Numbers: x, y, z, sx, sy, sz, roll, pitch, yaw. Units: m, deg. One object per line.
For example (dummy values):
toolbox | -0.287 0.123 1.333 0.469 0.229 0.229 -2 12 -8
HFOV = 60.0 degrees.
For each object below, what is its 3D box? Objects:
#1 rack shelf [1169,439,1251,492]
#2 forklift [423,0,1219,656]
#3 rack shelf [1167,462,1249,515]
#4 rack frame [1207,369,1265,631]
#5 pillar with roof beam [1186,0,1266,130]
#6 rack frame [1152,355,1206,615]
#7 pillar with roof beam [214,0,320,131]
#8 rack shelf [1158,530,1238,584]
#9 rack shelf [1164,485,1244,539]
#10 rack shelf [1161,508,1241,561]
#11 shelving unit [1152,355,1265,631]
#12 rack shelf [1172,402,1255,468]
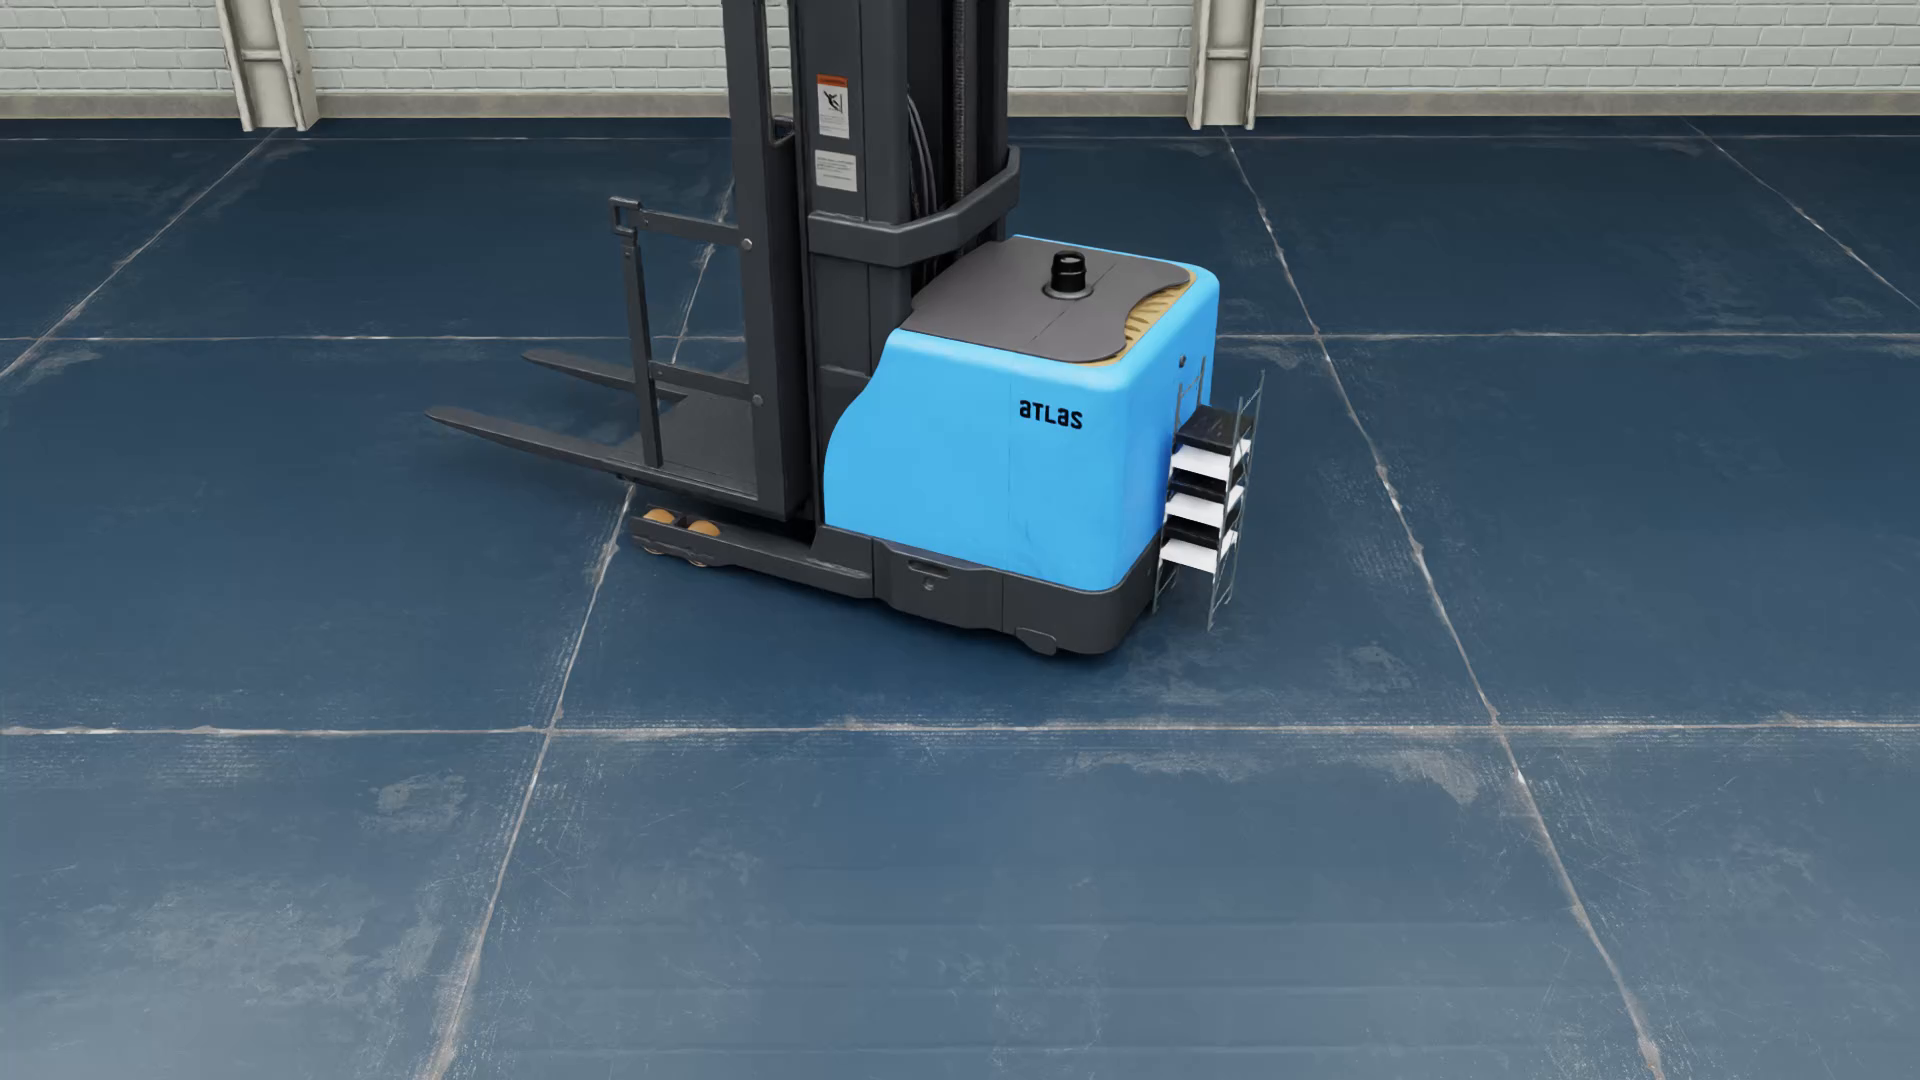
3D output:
rack shelf | 0.839 -0.273 5.542 0.200 0.077 0.258 17 35 21
forklift | -0.648 -1.384 5.705 3.031 2.935 1.130 14 34 22
rack shelf | 0.836 -0.197 5.590 0.200 0.077 0.258 17 35 21
rack frame | 0.924 -0.122 5.583 0.006 0.900 0.240 17 35 21
pillar with roof beam | 1.692 -4.297 4.657 0.400 9.000 9.100 0 31 0
rack frame | 0.743 -0.176 5.658 0.006 0.900 0.240 17 35 21
pillar with roof beam | -4.308 -4.278 4.626 0.400 9.000 9.100 0 31 0
rack shelf | 0.826 0.031 5.734 0.200 0.077 0.258 17 35 21
rack shelf | 0.832 -0.121 5.638 0.200 0.077 0.258 17 35 21
rack shelf | 0.829 -0.045 5.686 0.200 0.077 0.258 17 35 21
shelving unit | 0.833 -0.149 5.621 0.210 0.900 0.258 17 35 21
rack shelf | 0.842 -0.349 5.494 0.200 0.077 0.258 17 35 21
